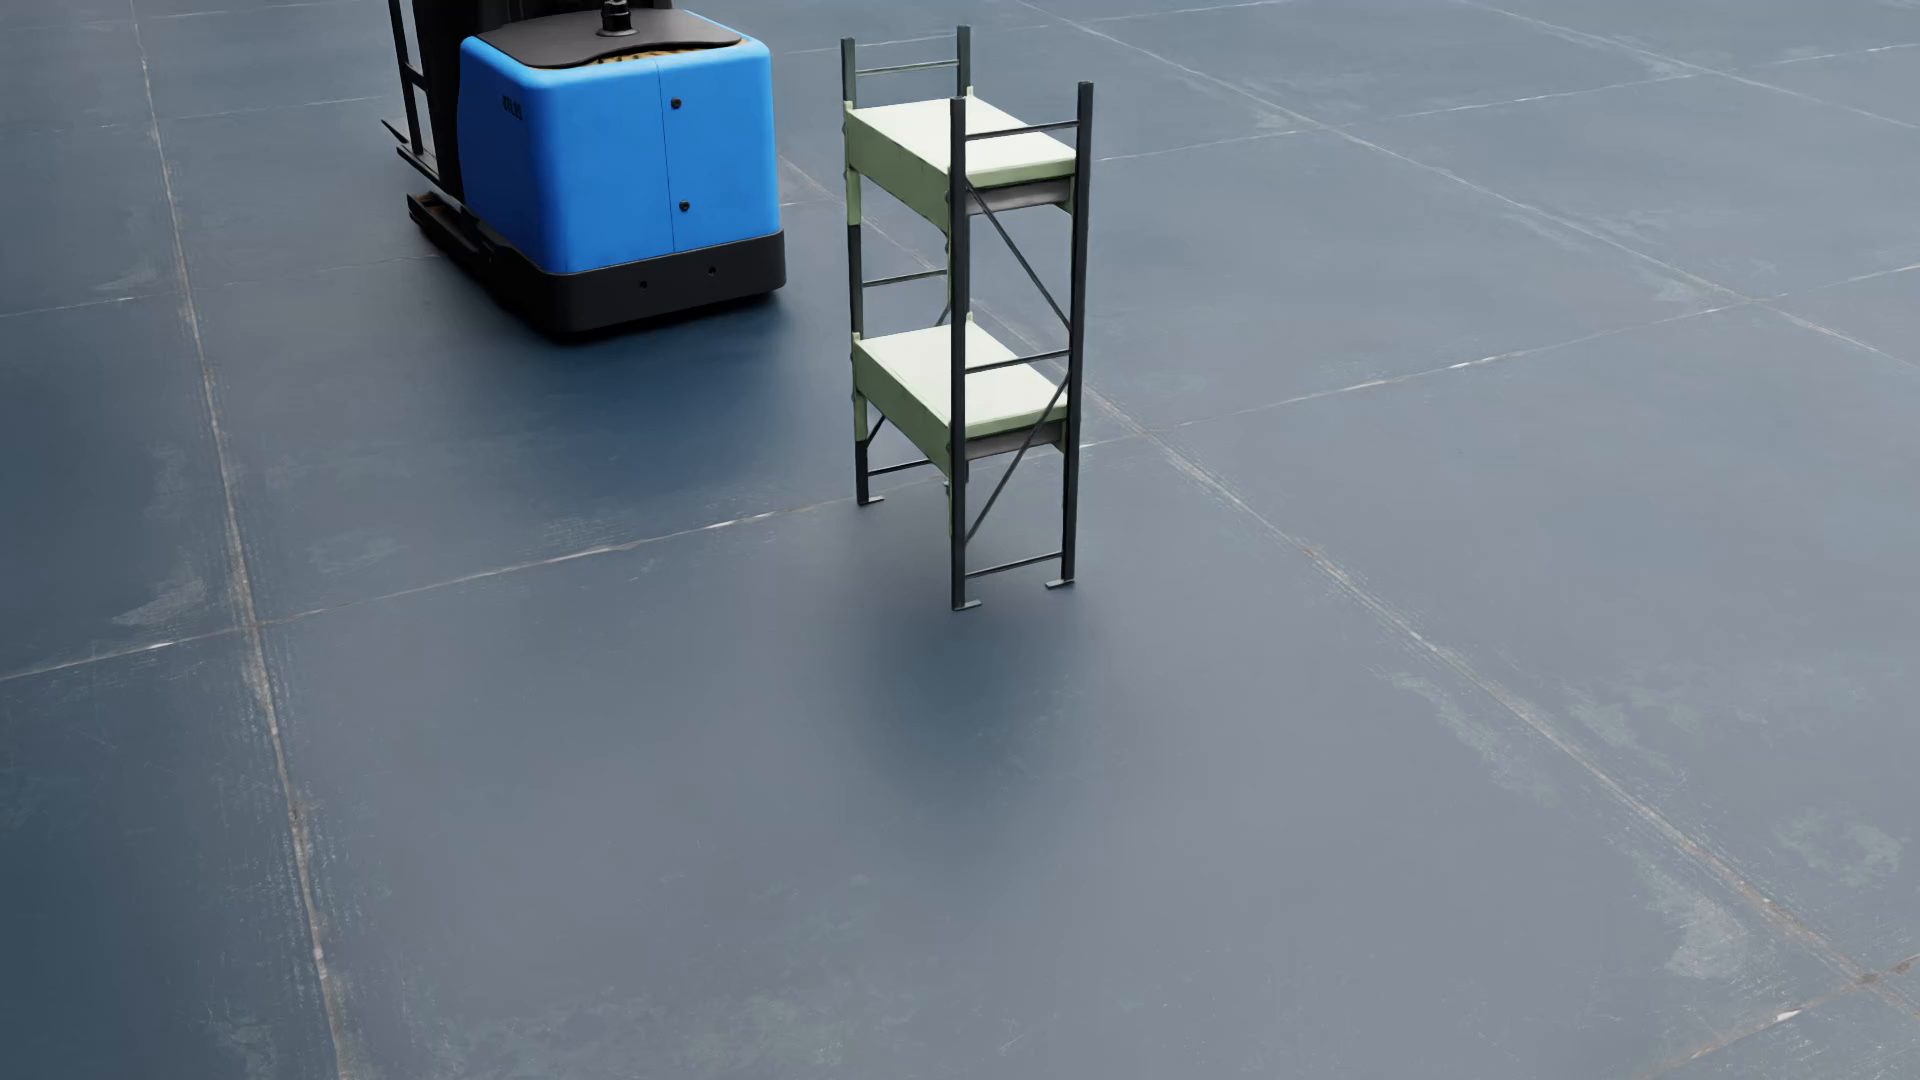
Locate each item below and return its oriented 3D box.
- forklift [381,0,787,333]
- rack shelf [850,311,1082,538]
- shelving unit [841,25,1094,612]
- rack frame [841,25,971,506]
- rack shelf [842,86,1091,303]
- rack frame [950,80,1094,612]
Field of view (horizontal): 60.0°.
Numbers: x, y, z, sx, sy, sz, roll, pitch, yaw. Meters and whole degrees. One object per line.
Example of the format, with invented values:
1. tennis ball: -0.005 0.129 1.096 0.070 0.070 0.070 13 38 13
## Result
1. forklift: -1.951 -2.776 7.204 1.130 2.935 3.031 -17 34 -28
2. rack shelf: 0.003 -0.367 5.037 0.431 0.370 0.720 -13 32 -22
3. shelving unit: 0.003 -0.651 4.878 0.431 1.500 0.755 -13 32 -22
4. rack frame: -0.154 -0.813 5.166 0.400 1.500 0.023 -13 32 -22
5. rack shelf: 0.003 -0.992 4.687 0.431 0.370 0.720 -13 32 -22
6. rack frame: 0.160 -0.490 4.590 0.400 1.500 0.023 -13 32 -22
